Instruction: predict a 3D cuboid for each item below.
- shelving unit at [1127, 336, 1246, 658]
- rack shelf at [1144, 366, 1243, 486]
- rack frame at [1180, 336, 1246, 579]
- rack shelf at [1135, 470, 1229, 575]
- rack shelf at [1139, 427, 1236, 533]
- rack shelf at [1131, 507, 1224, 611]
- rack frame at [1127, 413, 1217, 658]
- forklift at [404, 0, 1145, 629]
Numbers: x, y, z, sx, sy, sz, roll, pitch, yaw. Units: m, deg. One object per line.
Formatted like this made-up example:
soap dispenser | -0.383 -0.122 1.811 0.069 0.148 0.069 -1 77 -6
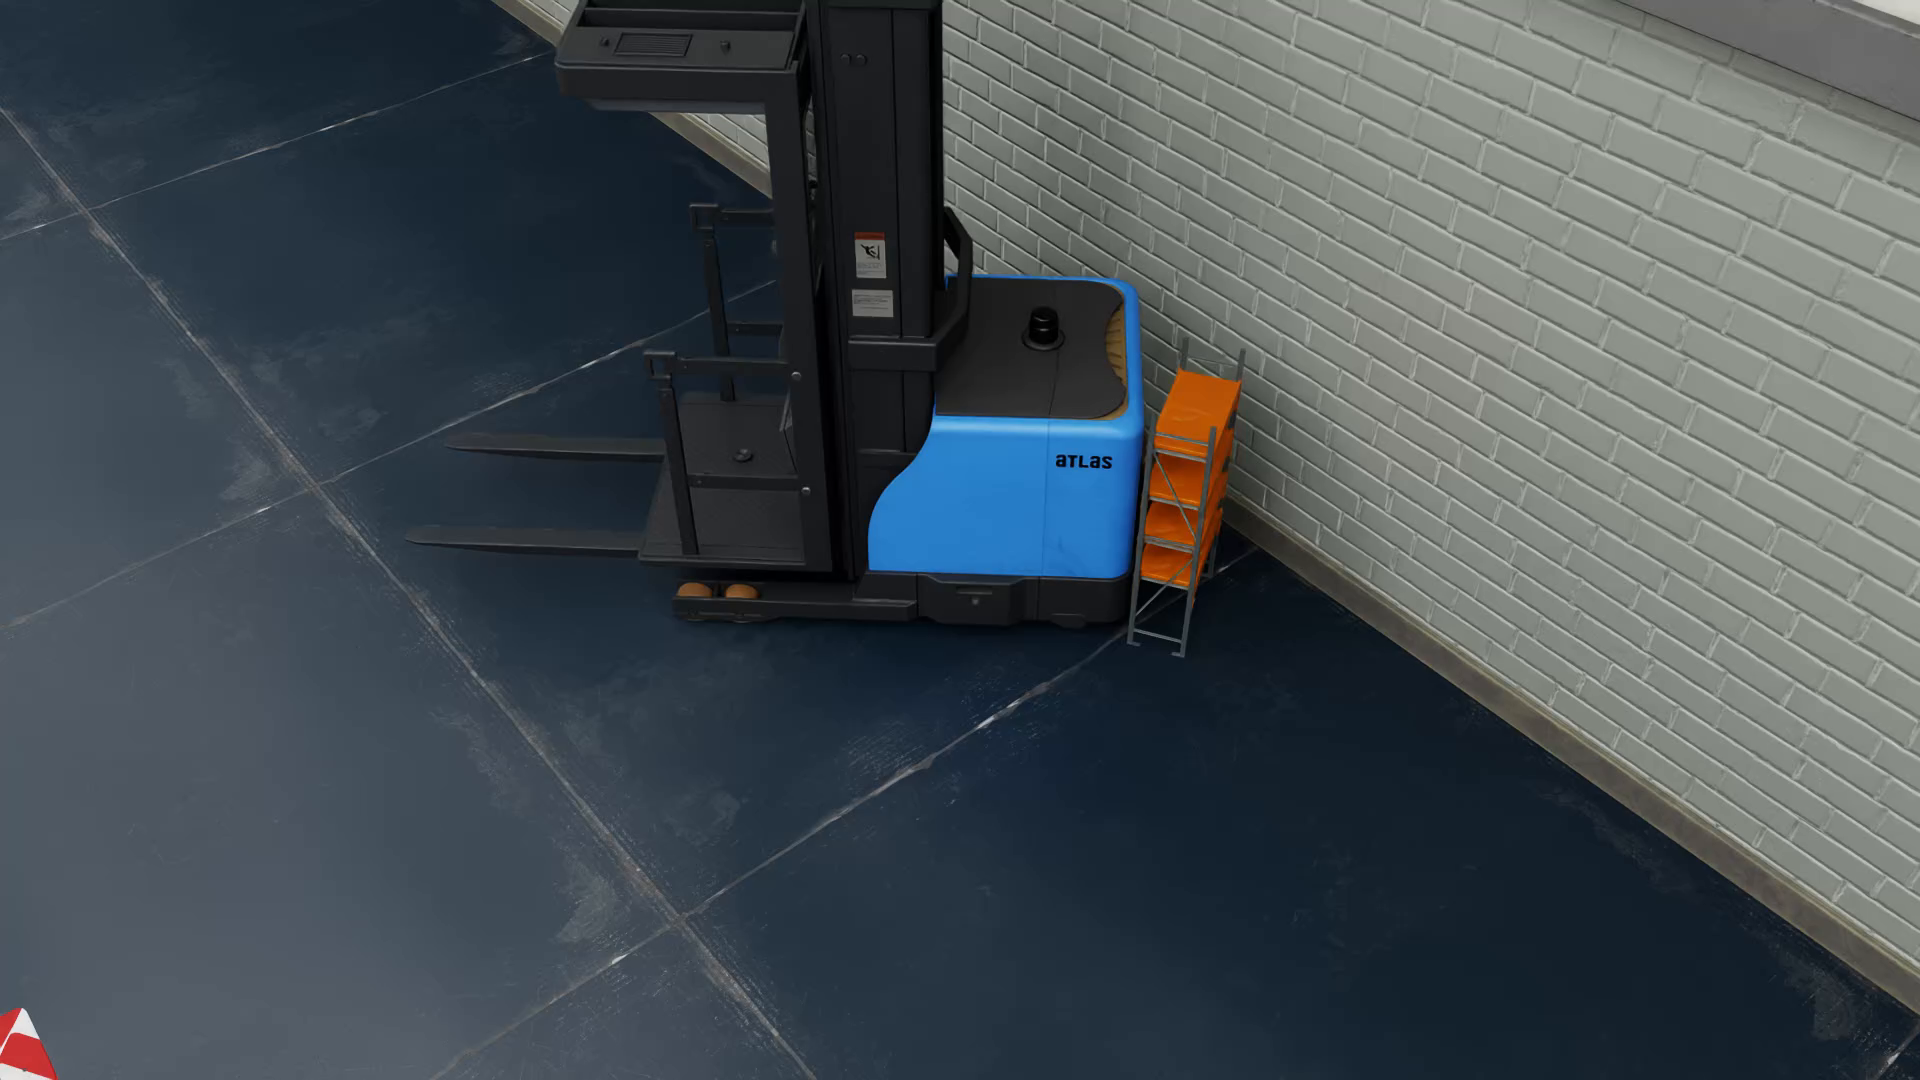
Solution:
shelving unit | 0.880 -0.148 6.530 0.258 1.200 0.503 14 45 14
rack shelf | 0.881 -0.434 6.261 0.258 0.148 0.480 14 45 14
rack frame | 0.961 -0.305 6.698 0.240 1.200 0.015 14 45 14
rack shelf | 0.880 -0.099 6.576 0.258 0.148 0.480 14 45 14
rack shelf | 0.881 -0.262 6.423 0.258 0.148 0.480 14 45 14
rack shelf | 0.880 0.046 6.712 0.258 0.148 0.480 14 45 14
rack frame | 0.799 0.010 6.362 0.240 1.200 0.015 14 45 14
forklift | -0.791 -1.085 6.264 3.031 2.935 1.130 2 43 2
